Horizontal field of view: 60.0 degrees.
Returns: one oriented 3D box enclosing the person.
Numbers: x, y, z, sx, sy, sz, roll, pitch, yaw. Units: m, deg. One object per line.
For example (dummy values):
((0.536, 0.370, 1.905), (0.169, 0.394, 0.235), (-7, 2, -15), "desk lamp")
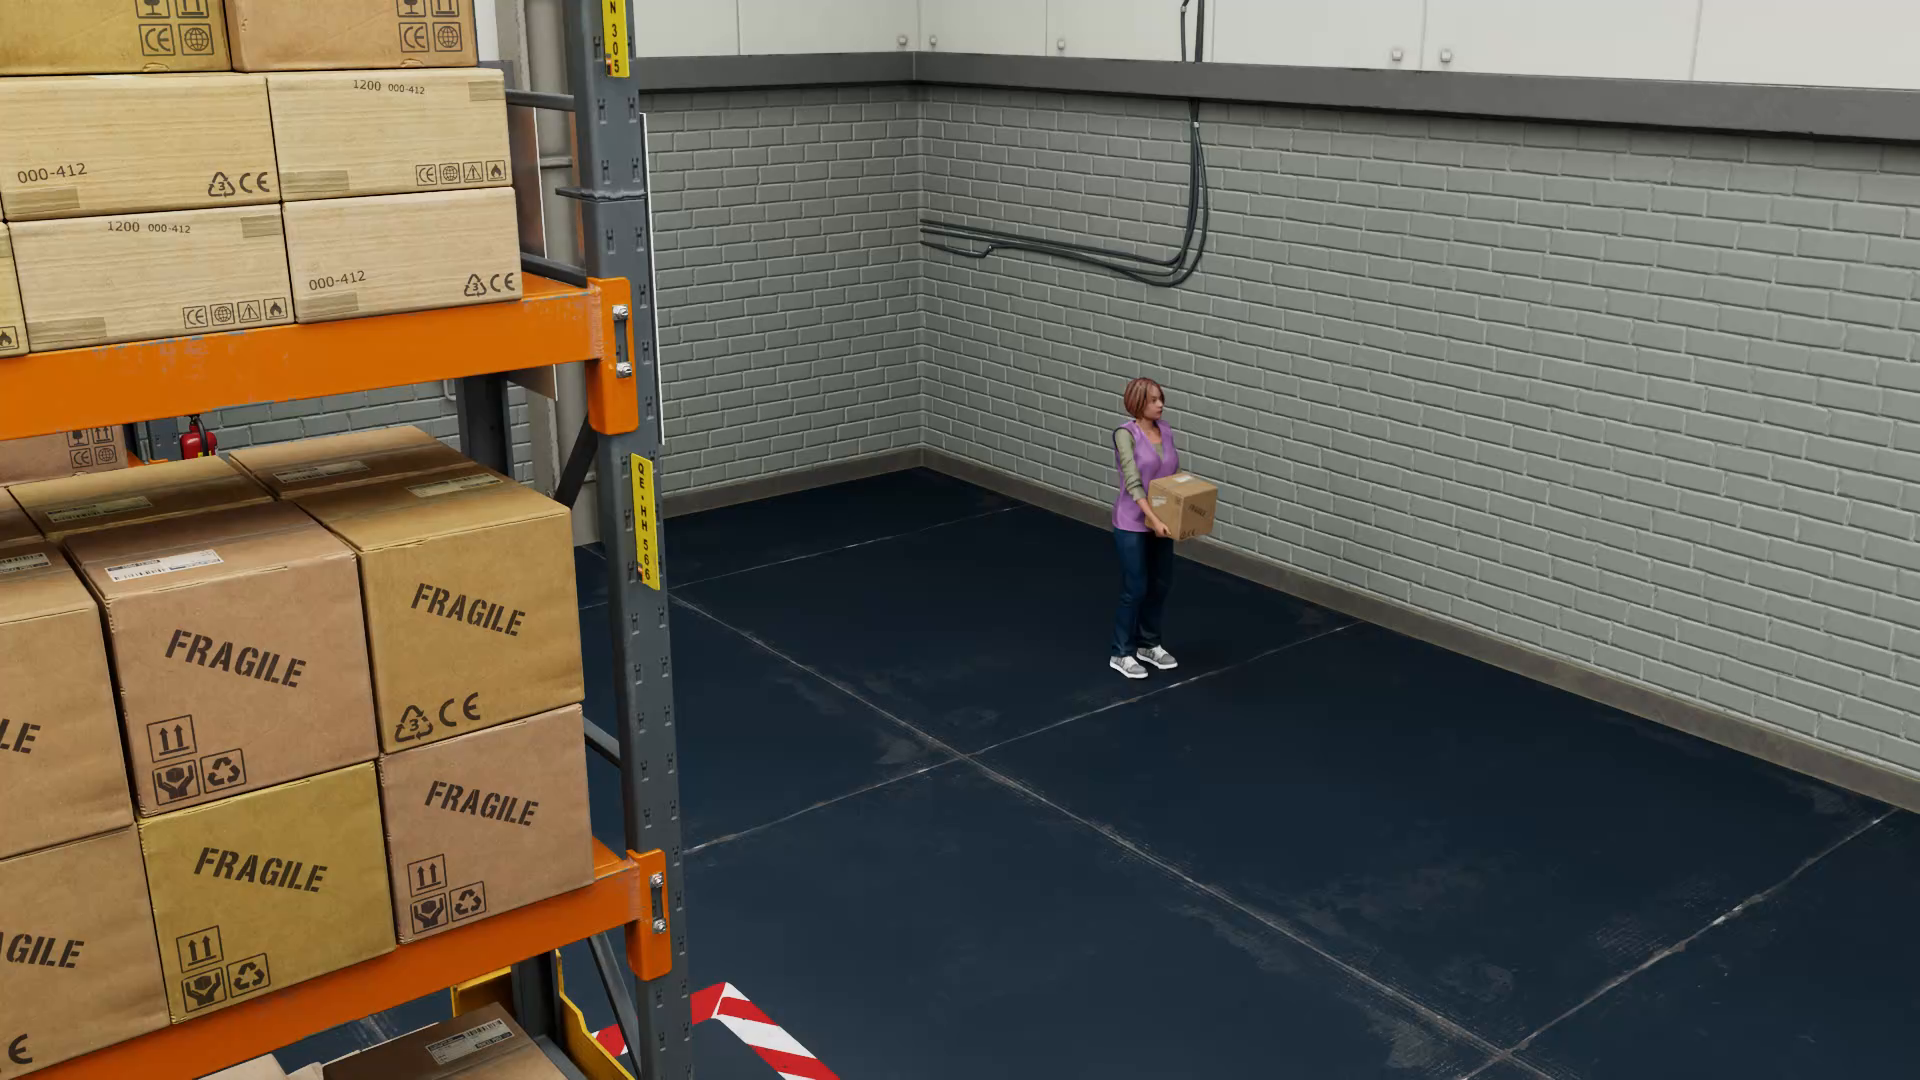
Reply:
((1.029, -0.049, 8.730), (0.406, 1.588, 0.492), (-14, 22, -36), "person")
